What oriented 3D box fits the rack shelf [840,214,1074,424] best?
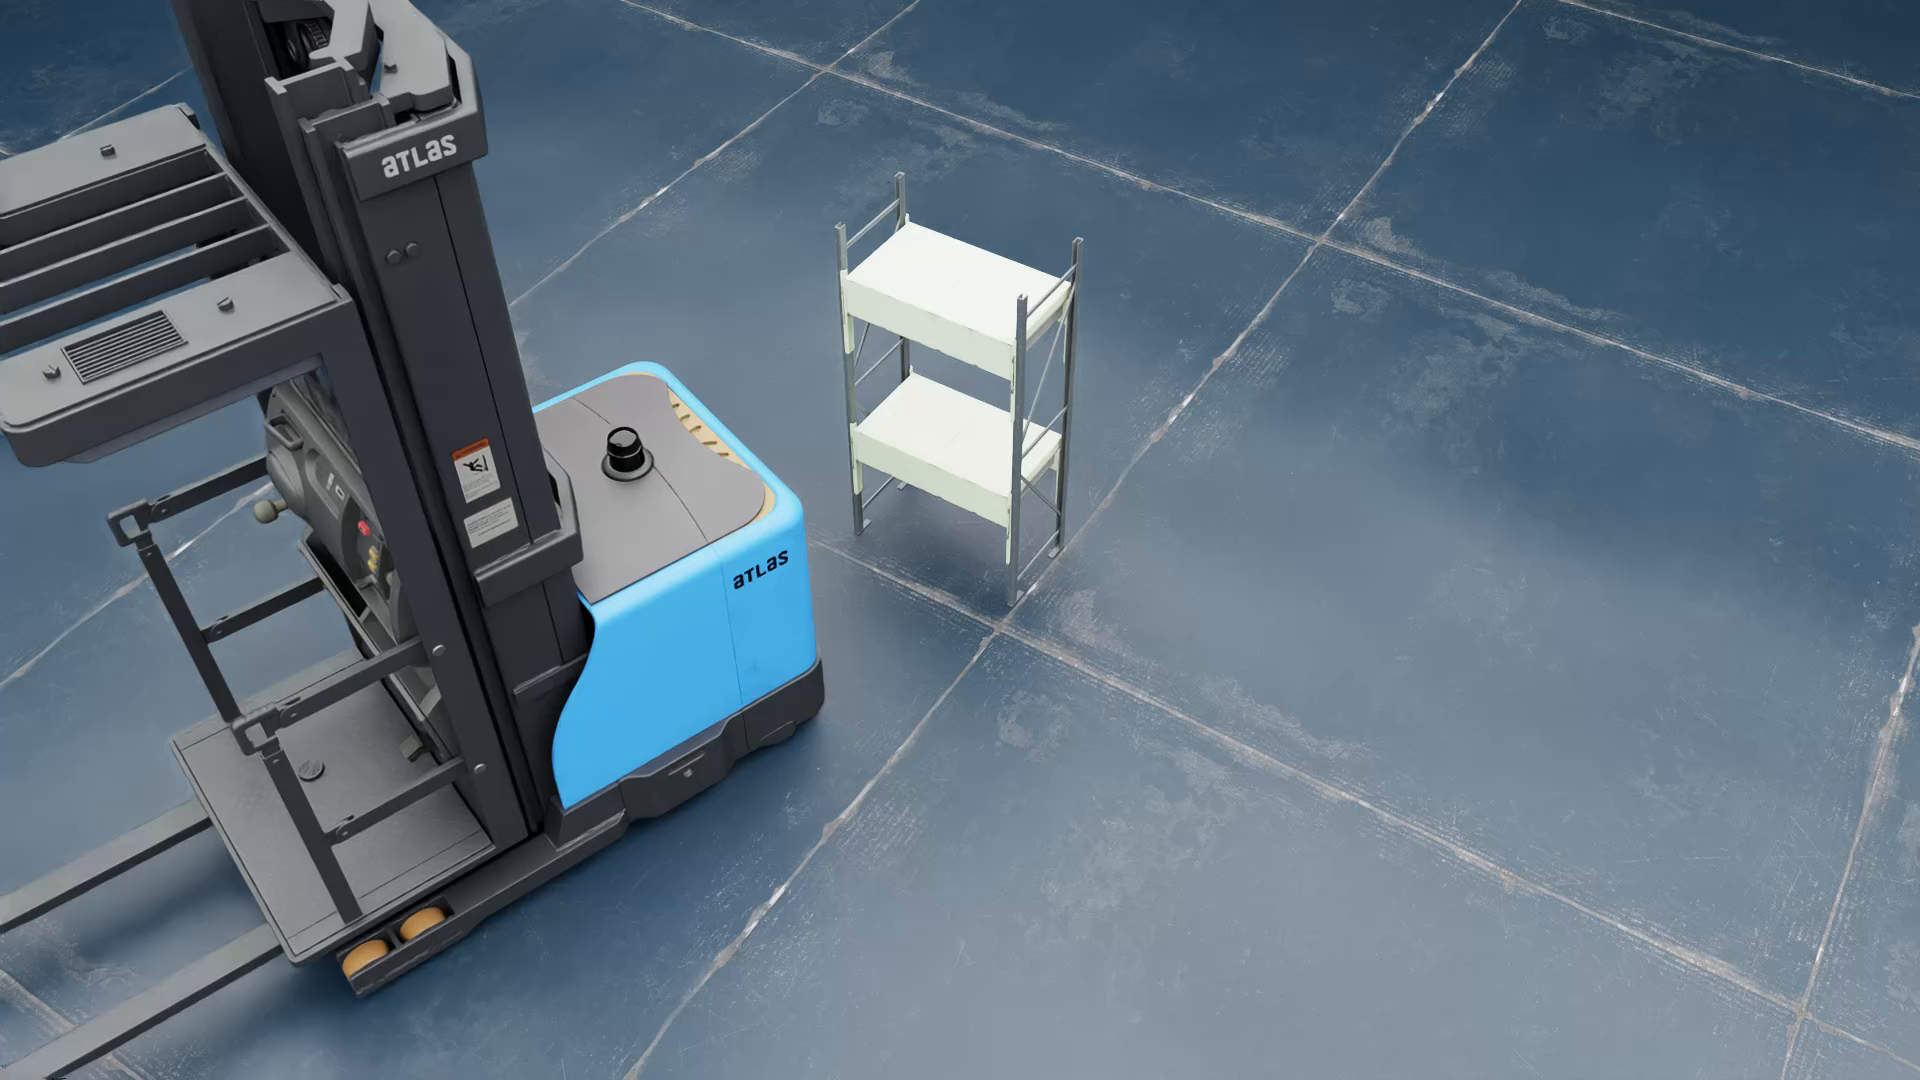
[{"bbox_3d":[-0.006,-0.797,5.935,0.720,0.370,0.431,25,51,22],"label":"rack shelf"}]

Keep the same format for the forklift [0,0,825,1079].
[{"bbox_3d":[-1.969,-0.009,4.715,3.031,2.935,1.130,-29,53,-25],"label":"forklift"}]

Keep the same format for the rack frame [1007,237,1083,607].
[{"bbox_3d":[0.302,-0.384,6.077,0.023,1.500,0.400,25,51,22],"label":"rack frame"}]

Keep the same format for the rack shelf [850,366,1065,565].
[{"bbox_3d":[-0.006,-0.298,6.448,0.720,0.370,0.431,25,51,22],"label":"rack shelf"}]

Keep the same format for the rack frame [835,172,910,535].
[{"bbox_3d":[-0.314,-0.667,6.352,0.023,1.500,0.400,25,51,22],"label":"rack frame"}]

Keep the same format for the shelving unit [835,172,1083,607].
[{"bbox_3d":[-0.006,-0.525,6.215,0.755,1.500,0.431,25,51,22],"label":"shelving unit"}]
